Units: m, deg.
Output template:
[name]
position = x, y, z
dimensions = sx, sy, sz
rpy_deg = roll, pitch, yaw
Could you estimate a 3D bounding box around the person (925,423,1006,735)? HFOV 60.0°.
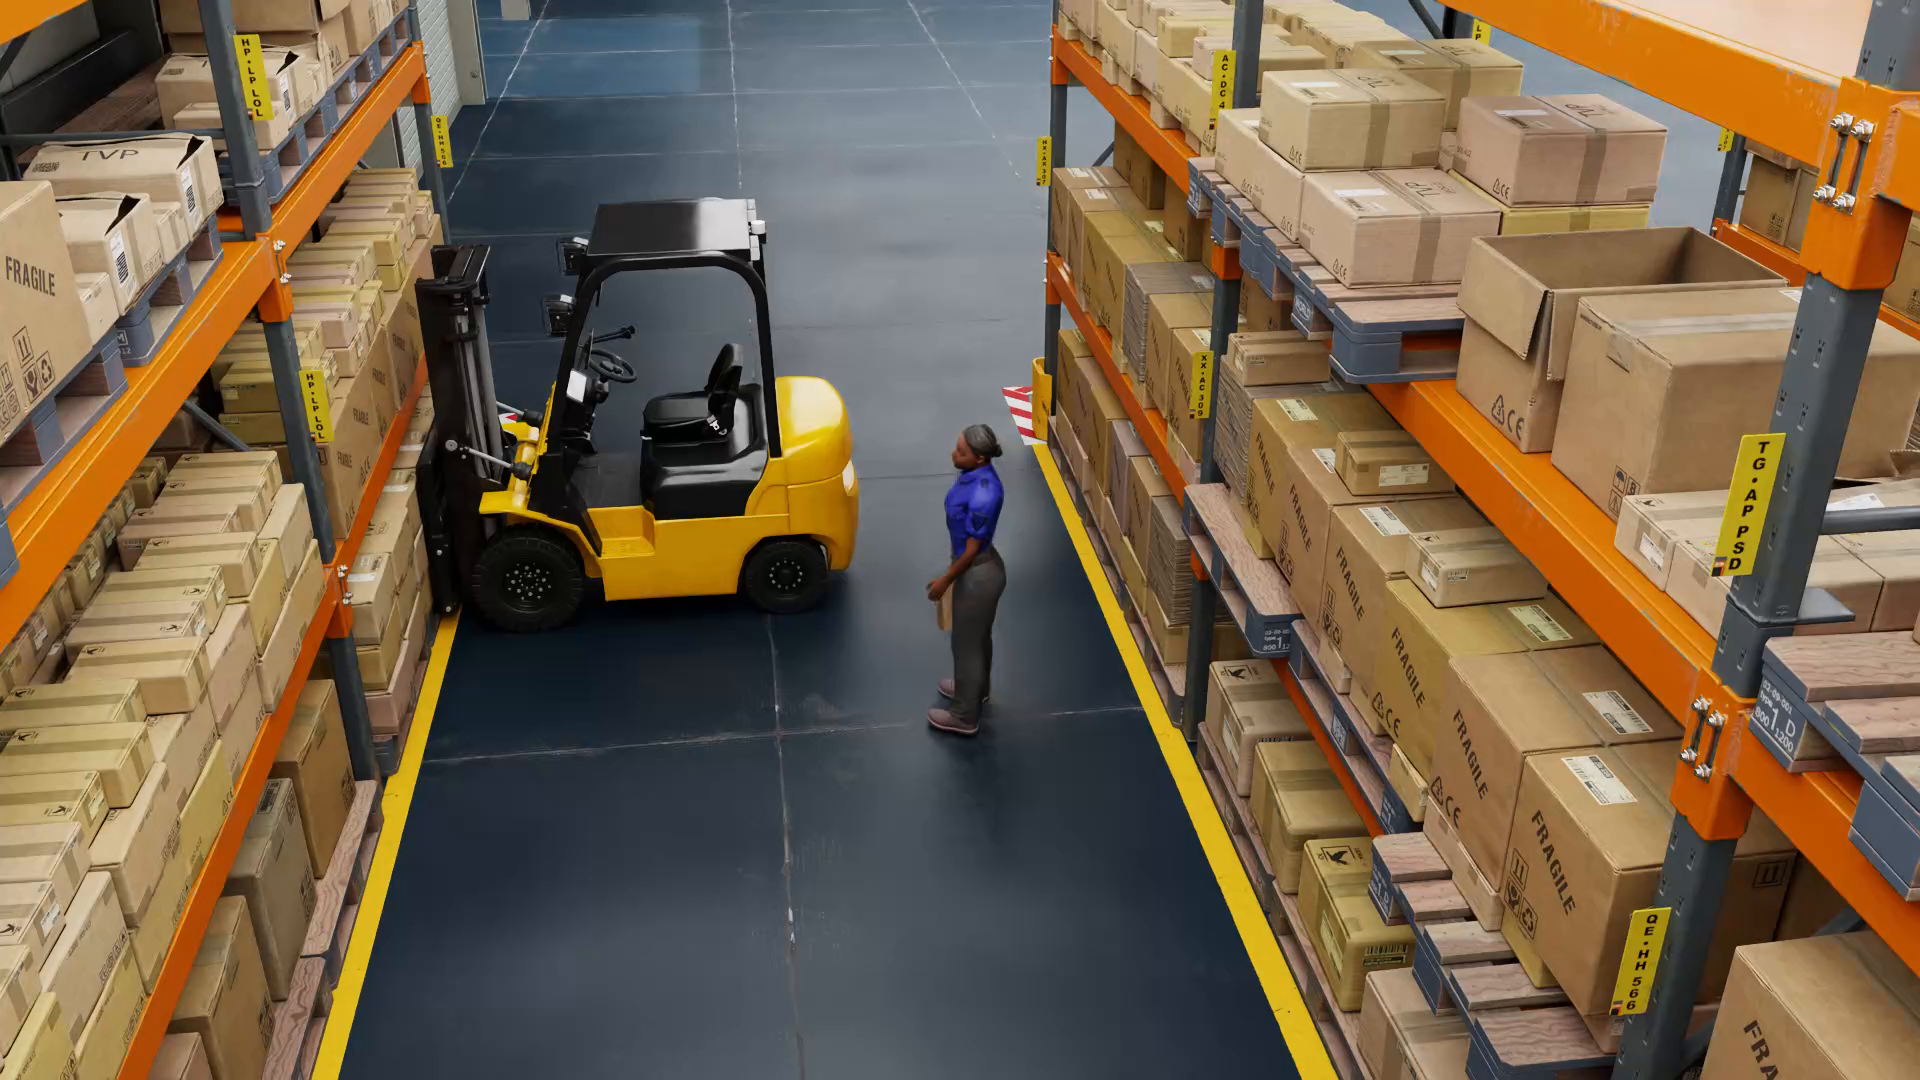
[person]
position = 0.023, 0.163, 8.265
dimensions = 0.398, 1.666, 0.527
rpy_deg = -1, 27, -2
